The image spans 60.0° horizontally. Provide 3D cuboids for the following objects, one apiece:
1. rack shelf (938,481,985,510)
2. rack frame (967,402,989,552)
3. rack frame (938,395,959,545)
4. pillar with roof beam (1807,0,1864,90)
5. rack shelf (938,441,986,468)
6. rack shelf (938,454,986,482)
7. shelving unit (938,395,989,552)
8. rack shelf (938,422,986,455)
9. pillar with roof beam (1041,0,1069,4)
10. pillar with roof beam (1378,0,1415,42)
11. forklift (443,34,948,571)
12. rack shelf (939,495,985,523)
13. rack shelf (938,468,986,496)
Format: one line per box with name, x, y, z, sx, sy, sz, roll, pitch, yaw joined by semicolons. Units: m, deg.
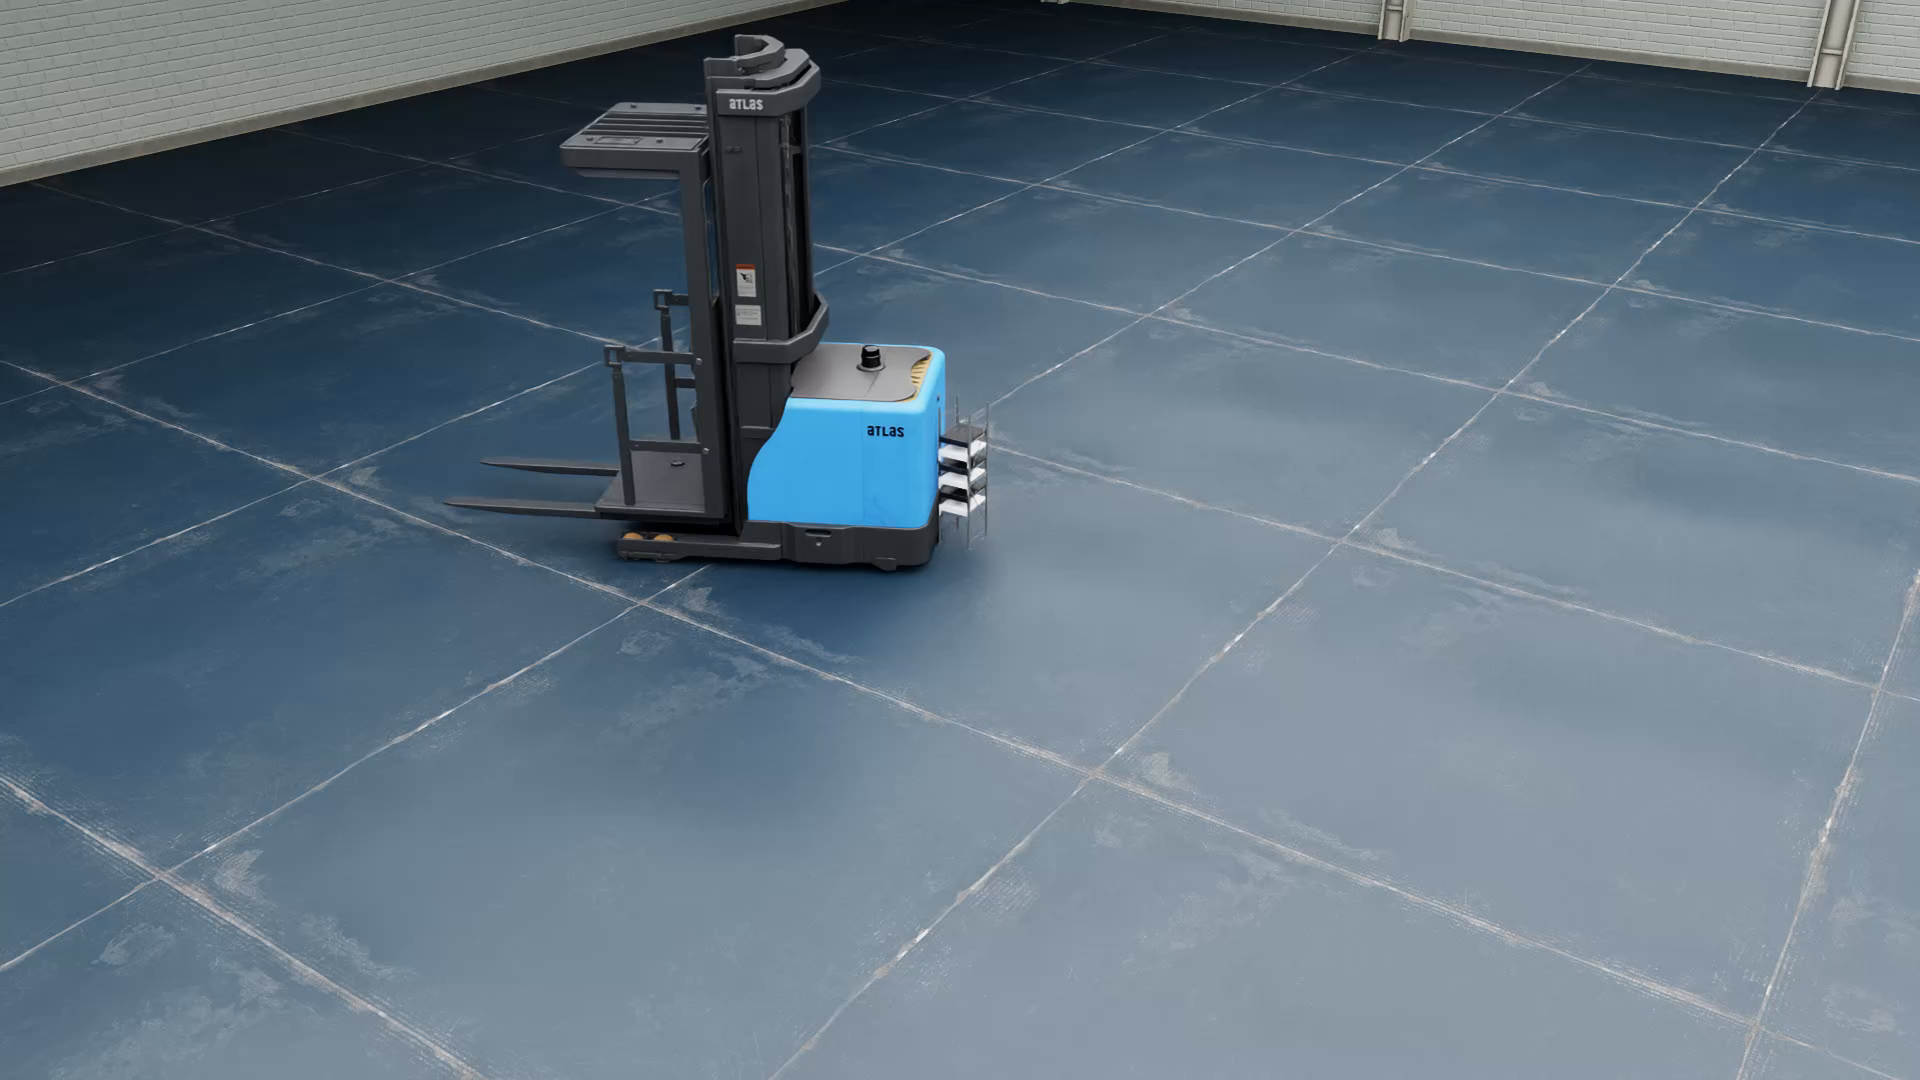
rack shelf;0.020;-0.288;10.095;0.200;0.077;0.258;15;30;26
rack frame;0.108;-0.375;9.994;0.006;0.900;0.240;15;30;26
rack frame;-0.068;-0.421;10.084;0.006;0.900;0.240;15;30;26
pillar with roof beam;9.067;-8.439;16.912;0.400;9.000;9.100;17;32;30
rack shelf;0.020;-0.529;9.973;0.200;0.077;0.258;15;30;26
rack shelf;0.020;-0.448;10.013;0.200;0.077;0.258;15;30;26
shelving unit;0.020;-0.398;10.039;0.210;0.900;0.258;15;30;26
rack shelf;0.020;-0.609;9.932;0.200;0.077;0.258;15;30;26
pillar with roof beam;-0.825;-11.521;22.967;0.400;9.000;9.100;17;32;30
pillar with roof beam;4.121;-9.980;19.939;0.400;9.000;9.100;17;32;30
forklift;-1.633;-1.403;9.776;3.031;2.935;1.130;3;27;6
rack shelf;0.020;-0.207;10.135;0.200;0.077;0.258;15;30;26
rack shelf;0.020;-0.368;10.054;0.200;0.077;0.258;15;30;26
